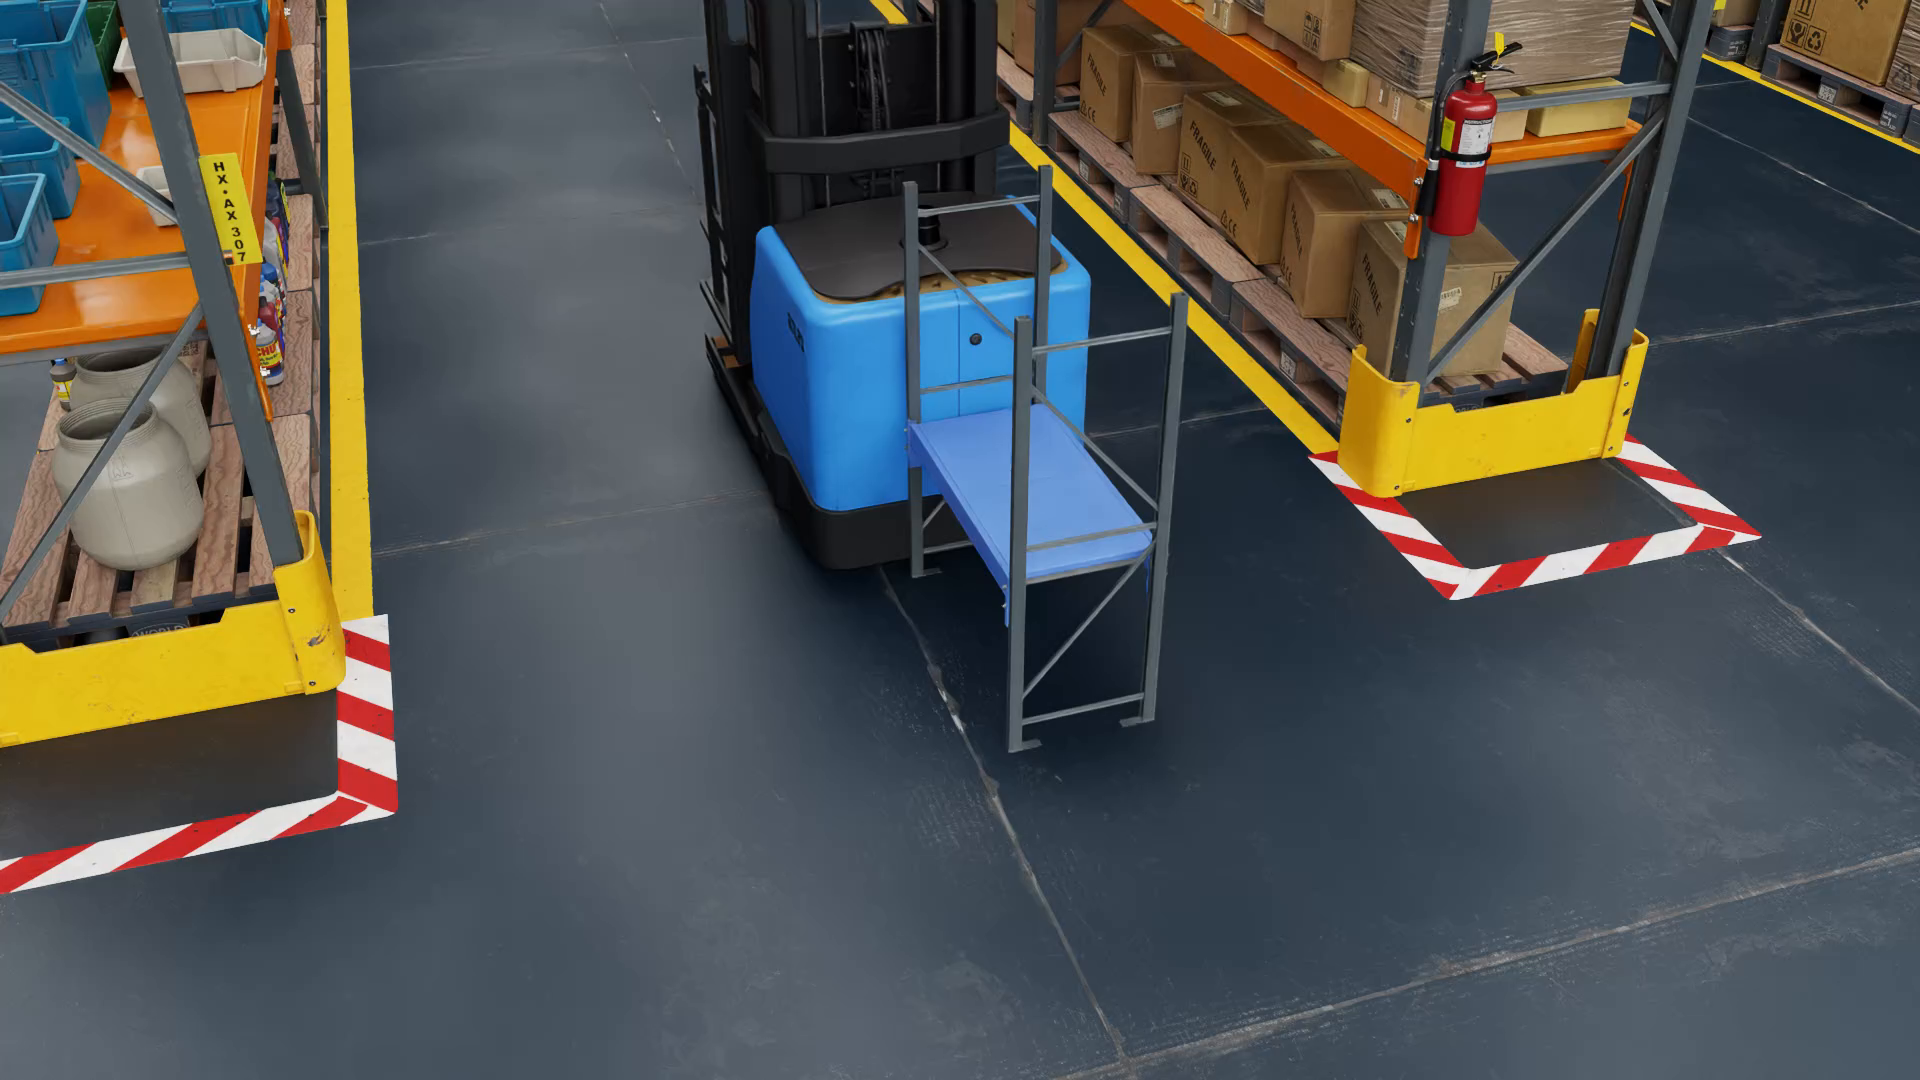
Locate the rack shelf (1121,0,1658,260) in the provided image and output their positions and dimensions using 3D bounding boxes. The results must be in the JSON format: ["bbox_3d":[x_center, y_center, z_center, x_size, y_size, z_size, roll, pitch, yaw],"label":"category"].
[{"bbox_3d":[1.529,-2.306,7.671,1.077,0.370,4.000,-10,35,-15],"label":"rack shelf"}]

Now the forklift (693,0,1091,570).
[{"bbox_3d":[-0.486,-1.923,6.501,1.130,2.935,3.031,-11,35,-16],"label":"forklift"}]

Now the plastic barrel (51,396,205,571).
[{"bbox_3d":[-2.852,-0.193,5.697,0.421,0.512,0.421,0,33,0],"label":"plastic barrel"}]

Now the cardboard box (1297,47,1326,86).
[{"bbox_3d":[1.593,-1.954,6.714,0.380,0.149,0.250,-10,35,-15],"label":"cardboard box"}]

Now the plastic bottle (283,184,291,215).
[{"bbox_3d":[-3.391,-1.701,8.243,0.097,0.201,0.097,0,33,0],"label":"plastic bottle"}]

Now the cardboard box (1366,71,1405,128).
[{"bbox_3d":[1.780,-1.697,6.326,0.380,0.149,0.250,-10,35,-15],"label":"cardboard box"}]

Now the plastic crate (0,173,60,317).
[{"bbox_3d":[-3.016,-0.874,4.986,0.499,0.251,0.616,-10,35,-15],"label":"plastic crate"}]

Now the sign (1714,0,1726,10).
[{"bbox_3d":[2.655,-2.009,5.783,0.100,0.325,0.005,-10,35,-15],"label":"sign"}]

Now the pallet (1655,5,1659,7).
[{"bbox_3d":[4.990,-4.308,12.578,1.003,0.211,1.213,-10,35,-15],"label":"pallet"}]

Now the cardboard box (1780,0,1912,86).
[{"bbox_3d":[5.798,-3.384,10.197,0.875,0.875,0.875,-9,35,-14],"label":"cardboard box"}]

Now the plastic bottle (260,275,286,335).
[{"bbox_3d":[-2.969,-1.005,7.126,0.097,0.271,0.097,0,33,0],"label":"plastic bottle"}]

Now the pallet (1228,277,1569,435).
[{"bbox_3d":[1.901,-0.865,7.368,1.003,0.211,1.213,-10,35,-15],"label":"pallet"}]

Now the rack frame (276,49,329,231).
[{"bbox_3d":[-3.798,-2.823,7.802,1.000,3.000,0.127,-10,35,-15],"label":"rack frame"}]

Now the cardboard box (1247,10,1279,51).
[{"bbox_3d":[1.458,-2.220,7.116,0.380,0.149,0.250,-10,35,-15],"label":"cardboard box"}]

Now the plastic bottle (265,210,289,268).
[{"bbox_3d":[-3.179,-1.405,7.720,0.061,0.283,0.133,-8,34,-12],"label":"plastic bottle"}]

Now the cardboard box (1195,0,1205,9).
[{"bbox_3d":[1.288,-2.479,7.509,0.380,0.149,0.250,-10,35,-15],"label":"cardboard box"}]

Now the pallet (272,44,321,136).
[{"bbox_3d":[-4.451,-2.707,10.156,1.003,0.211,1.213,-10,35,-15],"label":"pallet"}]

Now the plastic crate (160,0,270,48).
[{"bbox_3d":[-3.202,-2.226,7.032,0.499,0.251,0.616,-10,35,-15],"label":"plastic crate"}]

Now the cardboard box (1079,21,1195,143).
[{"bbox_3d":[1.003,-2.572,9.307,0.500,0.500,0.500,-11,35,-16],"label":"cardboard box"}]

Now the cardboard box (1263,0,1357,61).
[{"bbox_3d":[1.730,-2.258,6.585,0.875,0.500,0.500,-10,35,-15],"label":"cardboard box"}]

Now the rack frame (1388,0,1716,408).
[{"bbox_3d":[2.139,-1.556,5.884,1.000,3.000,0.127,-10,35,-15],"label":"rack frame"}]

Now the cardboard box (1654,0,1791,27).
[{"bbox_3d":[5.398,-3.985,11.219,1.050,0.750,0.750,-10,35,-15],"label":"cardboard box"}]

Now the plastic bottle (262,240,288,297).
[{"bbox_3d":[-3.124,-1.224,7.454,0.152,0.276,0.135,-9,35,-14],"label":"plastic bottle"}]

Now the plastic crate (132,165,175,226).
[{"bbox_3d":[-2.545,-1.137,5.489,0.298,0.136,0.250,-10,35,-15],"label":"plastic crate"}]

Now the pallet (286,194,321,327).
[{"bbox_3d":[-3.633,-1.300,8.026,1.003,0.211,1.213,-10,35,-15],"label":"pallet"}]

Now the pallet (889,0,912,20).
[{"bbox_3d":[-0.065,-4.182,12.388,1.003,0.211,1.213,-10,35,-15],"label":"pallet"}]

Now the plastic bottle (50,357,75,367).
[{"bbox_3d":[-3.609,-0.722,6.687,0.061,0.283,0.133,-9,35,-14],"label":"plastic bottle"}]

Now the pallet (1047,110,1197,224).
[{"bbox_3d":[1.157,-2.146,9.306,1.003,0.211,1.213,-10,35,-15],"label":"pallet"}]

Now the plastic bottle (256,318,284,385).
[{"bbox_3d":[-2.834,-0.773,6.774,0.097,0.271,0.097,0,33,0],"label":"plastic bottle"}]

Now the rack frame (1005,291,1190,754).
[{"bbox_3d":[0.386,-0.005,4.898,0.500,1.500,0.032,-11,35,-16],"label":"rack frame"}]

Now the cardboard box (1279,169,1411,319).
[{"bbox_3d":[1.749,-1.327,7.424,0.500,0.500,0.500,-1,33,-2],"label":"cardboard box"}]

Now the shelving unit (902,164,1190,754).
[{"bbox_3d":[0.222,-0.271,5.299,0.538,1.500,1.048,-11,35,-16],"label":"shelving unit"}]

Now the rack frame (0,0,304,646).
[{"bbox_3d":[-2.578,-0.723,4.623,1.000,3.000,0.127,-10,35,-15],"label":"rack frame"}]

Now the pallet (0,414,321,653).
[{"bbox_3d":[-2.889,-0.019,6.087,1.003,0.211,1.213,-10,35,-15],"label":"pallet"}]

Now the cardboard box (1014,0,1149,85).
[{"bbox_3d":[0.752,-3.123,10.123,0.700,0.500,0.500,-13,36,-18],"label":"cardboard box"}]

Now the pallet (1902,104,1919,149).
[{"bbox_3d":[6.206,-2.220,9.418,1.003,0.211,1.213,-10,35,-15],"label":"pallet"}]

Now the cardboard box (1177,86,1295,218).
[{"bbox_3d":[1.449,-1.960,8.381,0.500,0.500,0.500,-13,36,-19],"label":"cardboard box"}]

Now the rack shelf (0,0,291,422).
[{"bbox_3d":[-3.188,-1.473,6.411,1.077,0.370,4.000,-10,35,-15],"label":"rack shelf"}]

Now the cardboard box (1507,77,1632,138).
[{"bbox_3d":[2.279,-1.641,6.240,0.380,0.149,0.250,-10,35,-15],"label":"cardboard box"}]

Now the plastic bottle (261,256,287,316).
[{"bbox_3d":[-3.031,-1.112,7.287,0.097,0.271,0.097,0,33,0],"label":"plastic bottle"}]

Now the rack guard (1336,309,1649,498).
[{"bbox_3d":[2.116,-0.553,6.633,1.175,0.500,0.348,-10,35,-15],"label":"rack guard"}]

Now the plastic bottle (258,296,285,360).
[{"bbox_3d":[-2.886,-0.900,6.955,0.061,0.283,0.133,-9,35,-14],"label":"plastic bottle"}]

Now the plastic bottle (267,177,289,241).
[{"bbox_3d":[-3.327,-1.612,7.972,0.144,0.351,0.185,-11,35,-16],"label":"plastic bottle"}]

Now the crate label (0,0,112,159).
[{"bbox_3d":[-3.397,-1.659,6.007,0.502,0.435,0.616,-10,35,-15],"label":"crate label"}]
